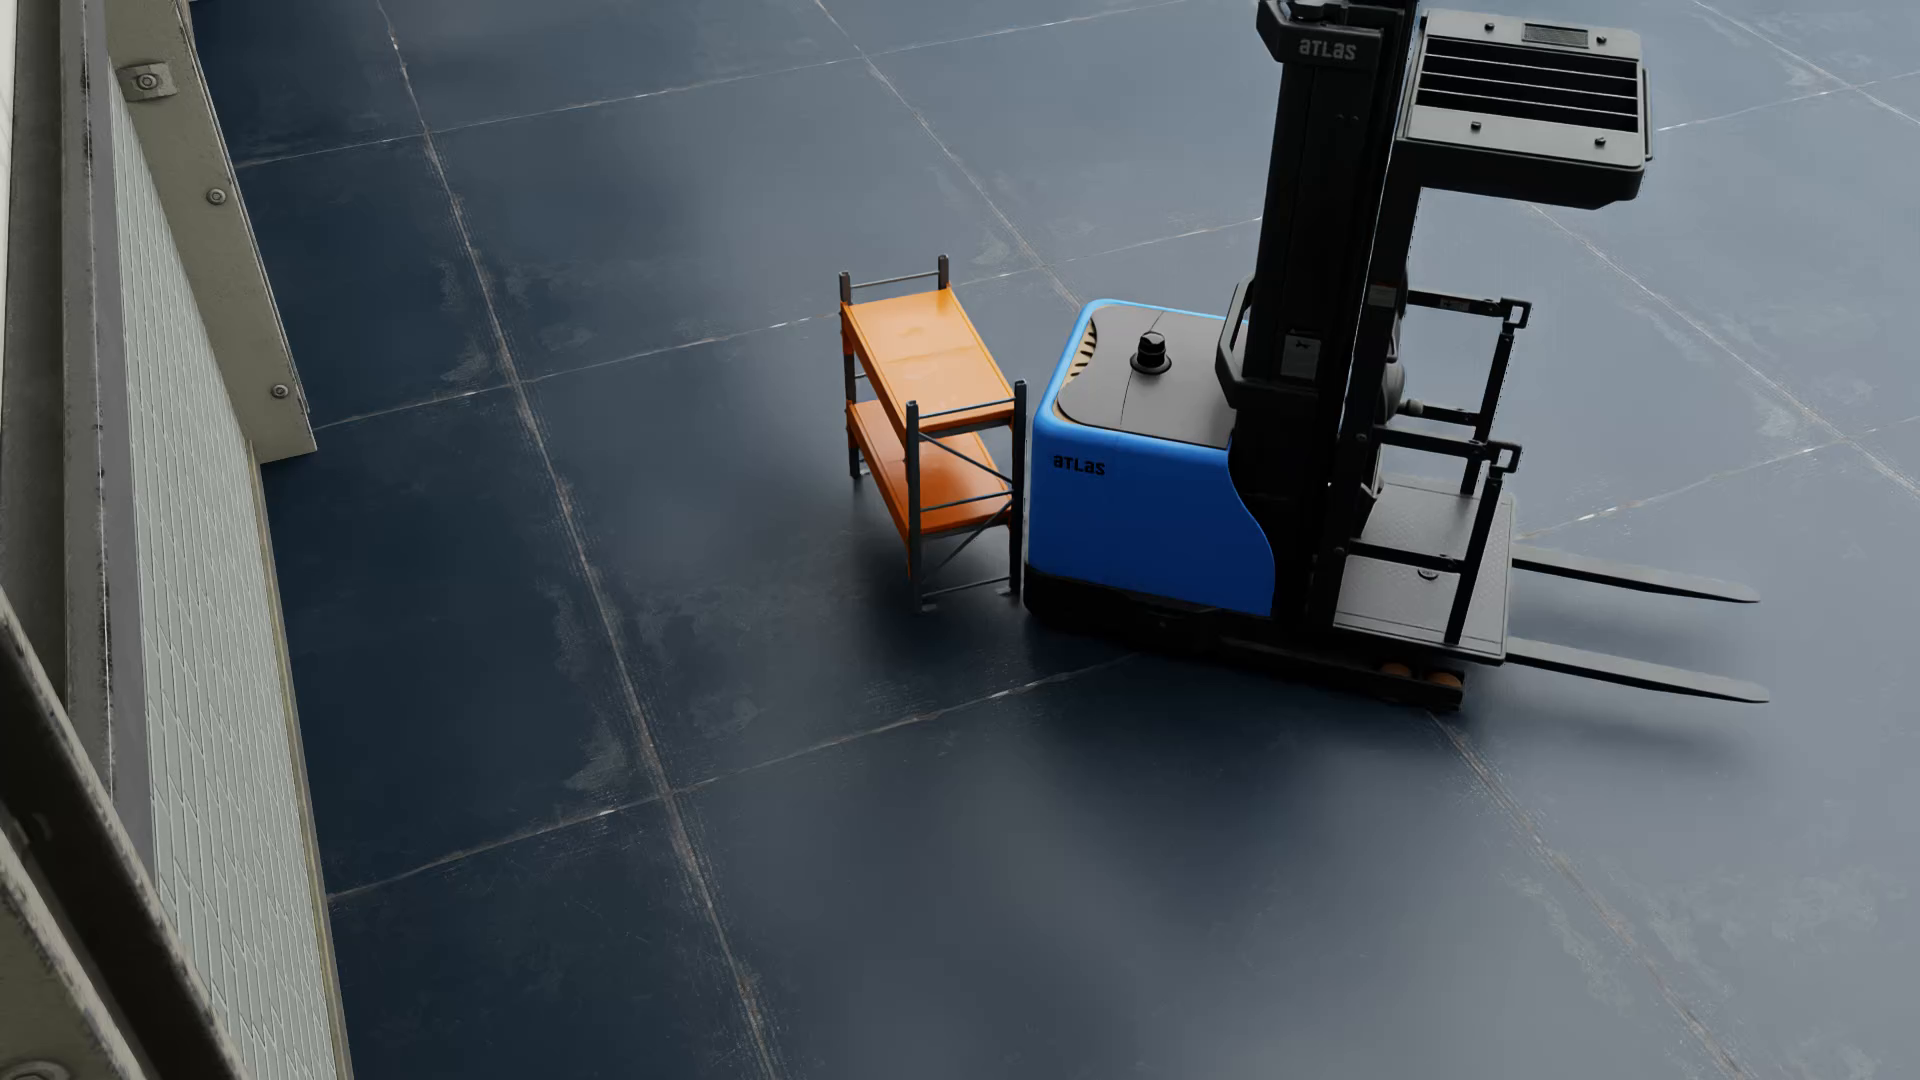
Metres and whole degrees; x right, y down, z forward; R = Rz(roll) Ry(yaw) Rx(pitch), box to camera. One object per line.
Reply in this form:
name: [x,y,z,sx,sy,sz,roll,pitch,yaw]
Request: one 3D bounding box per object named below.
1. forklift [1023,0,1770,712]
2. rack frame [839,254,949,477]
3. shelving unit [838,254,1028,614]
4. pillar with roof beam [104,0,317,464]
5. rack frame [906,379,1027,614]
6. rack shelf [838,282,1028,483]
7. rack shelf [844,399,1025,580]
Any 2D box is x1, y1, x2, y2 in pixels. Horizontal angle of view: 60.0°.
forklift: [1.851,-0.792,6.342,3.031,2.935,1.130,11,42,12]
rack frame: [-0.291,-0.792,7.726,0.500,1.125,0.032,-12,42,-14]
shelving unit: [-0.132,-0.477,7.360,0.538,1.125,1.048,-12,42,-14]
pillar with roof beam: [0.597,-5.005,6.588,9.100,9.000,0.400,-15,43,-17]
rack frame: [0.028,-0.162,6.994,0.500,1.125,0.032,-12,42,-14]
rack shelf: [-0.132,-0.699,7.170,0.538,0.278,1.000,-12,42,-14]
rack shelf: [-0.132,-0.291,7.520,0.538,0.278,1.000,-12,42,-14]
